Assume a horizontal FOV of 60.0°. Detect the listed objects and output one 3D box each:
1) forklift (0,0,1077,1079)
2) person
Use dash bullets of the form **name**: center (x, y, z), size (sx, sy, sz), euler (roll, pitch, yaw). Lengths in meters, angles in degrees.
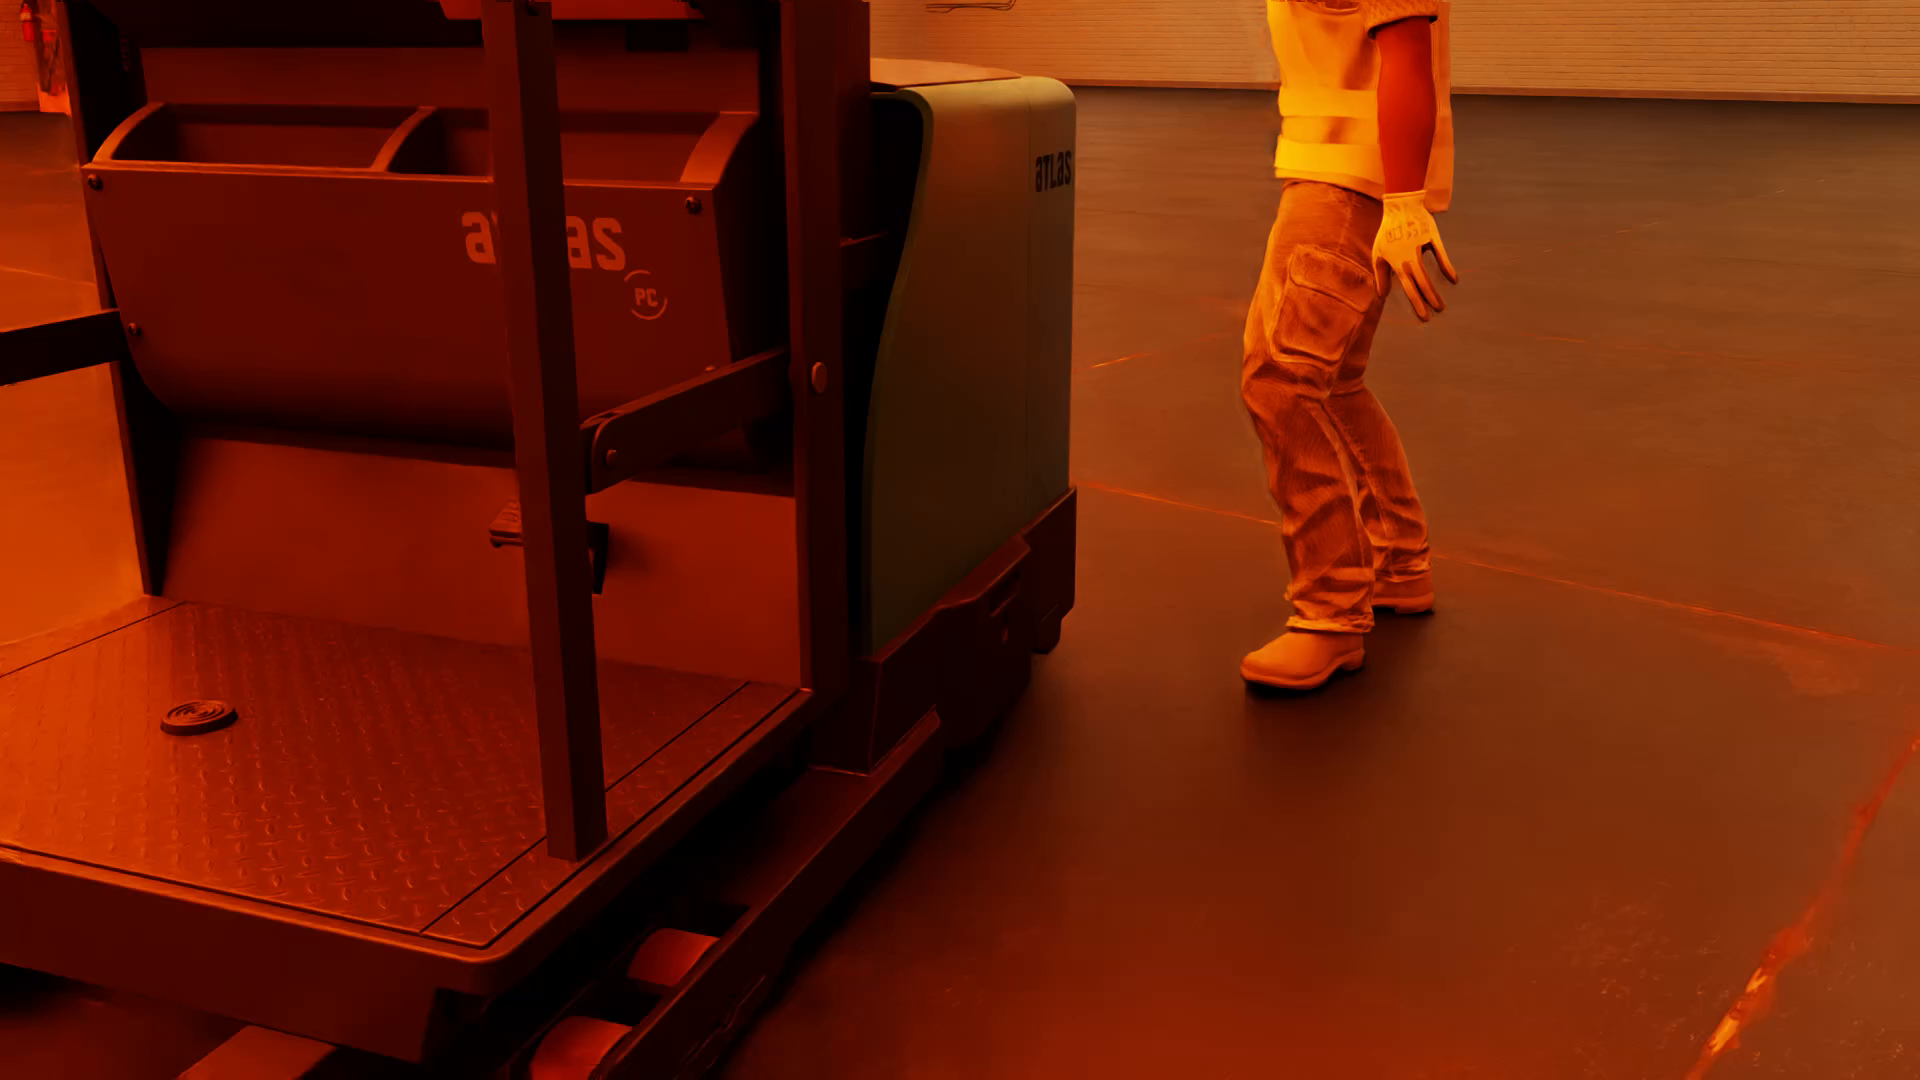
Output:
- **forklift**: center (-0.759, -0.868, 1.757), size (1.130, 2.935, 3.031), euler (6, 18, 19)
- **person**: center (0.731, -0.655, 3.147), size (0.458, 1.746, 0.897), euler (4, 17, 14)
